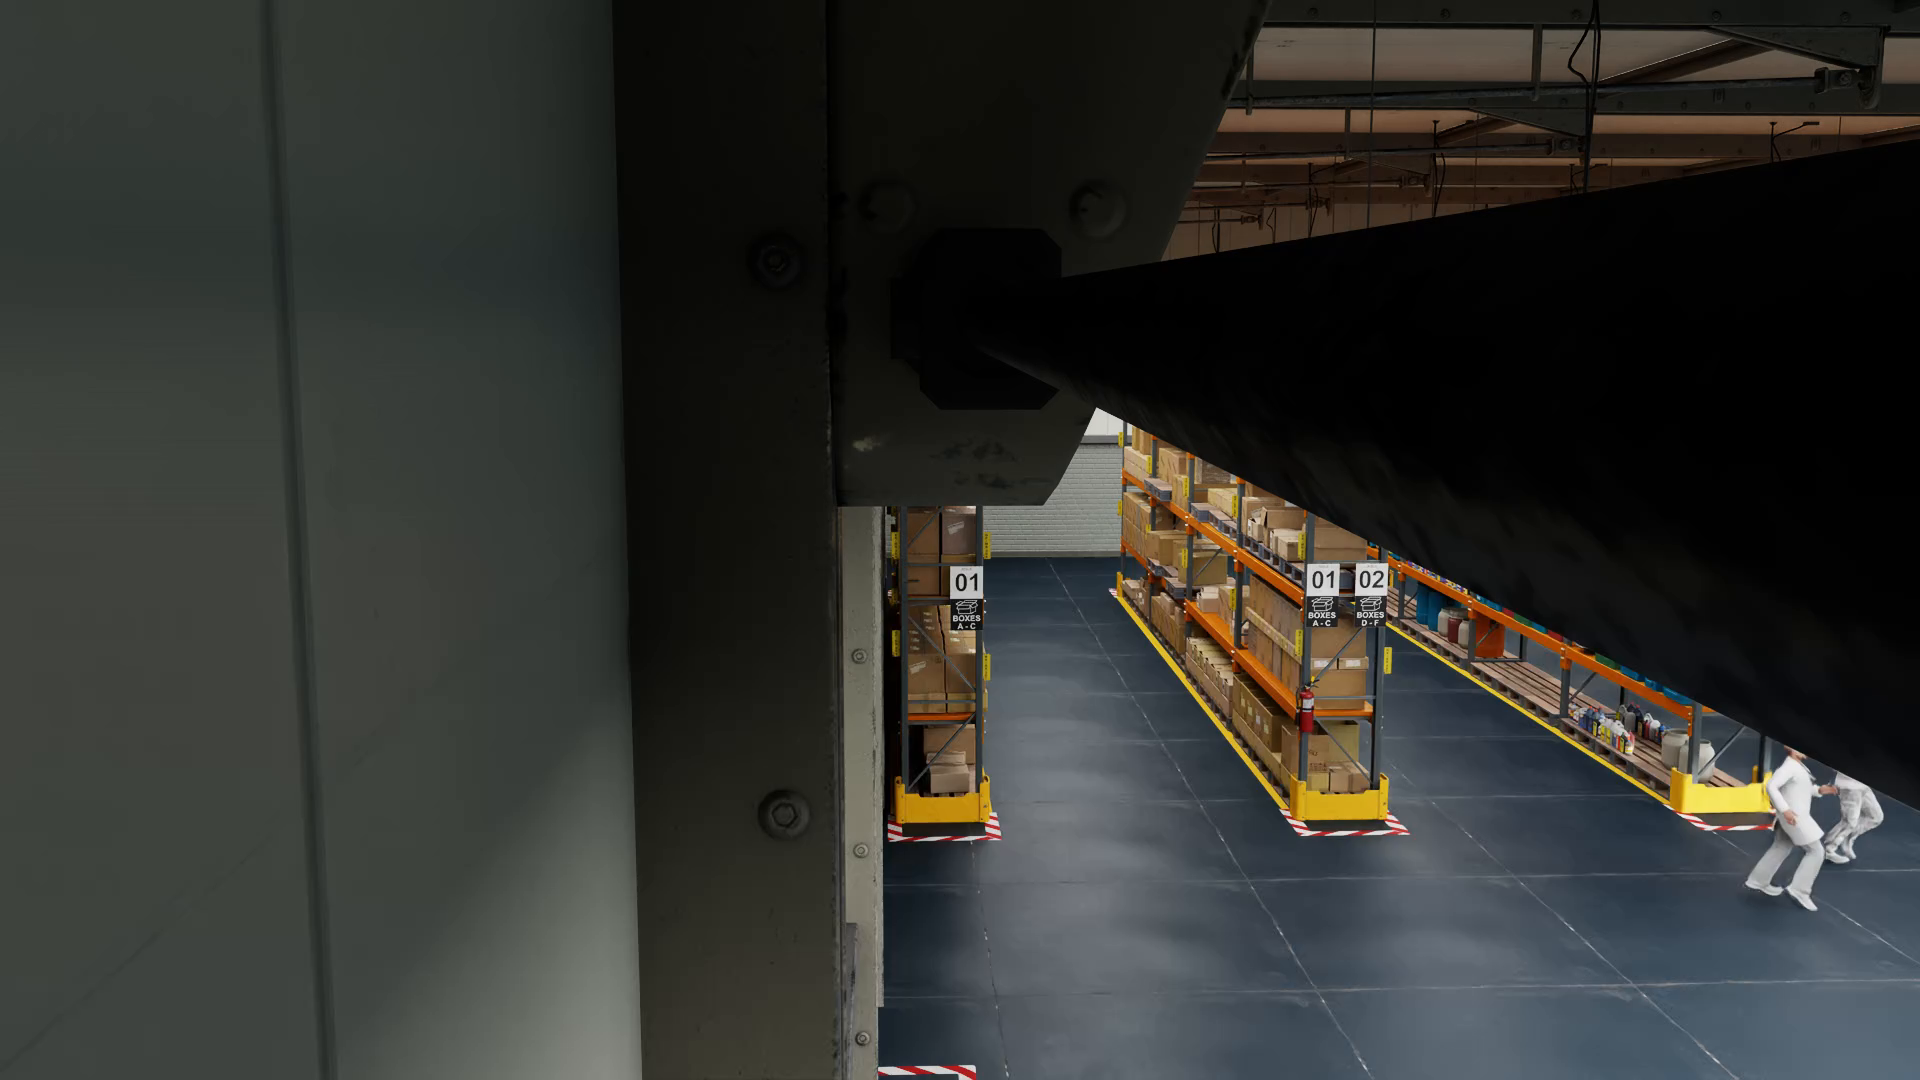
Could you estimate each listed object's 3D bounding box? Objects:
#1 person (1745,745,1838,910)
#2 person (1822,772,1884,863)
[{"bbox_3d":[8.829,2.992,17.636,0.823,1.840,0.674,3,9,20],"label":"person"},{"bbox_3d":[10.245,2.817,18.946,0.661,1.731,0.684,6,10,38],"label":"person"}]
